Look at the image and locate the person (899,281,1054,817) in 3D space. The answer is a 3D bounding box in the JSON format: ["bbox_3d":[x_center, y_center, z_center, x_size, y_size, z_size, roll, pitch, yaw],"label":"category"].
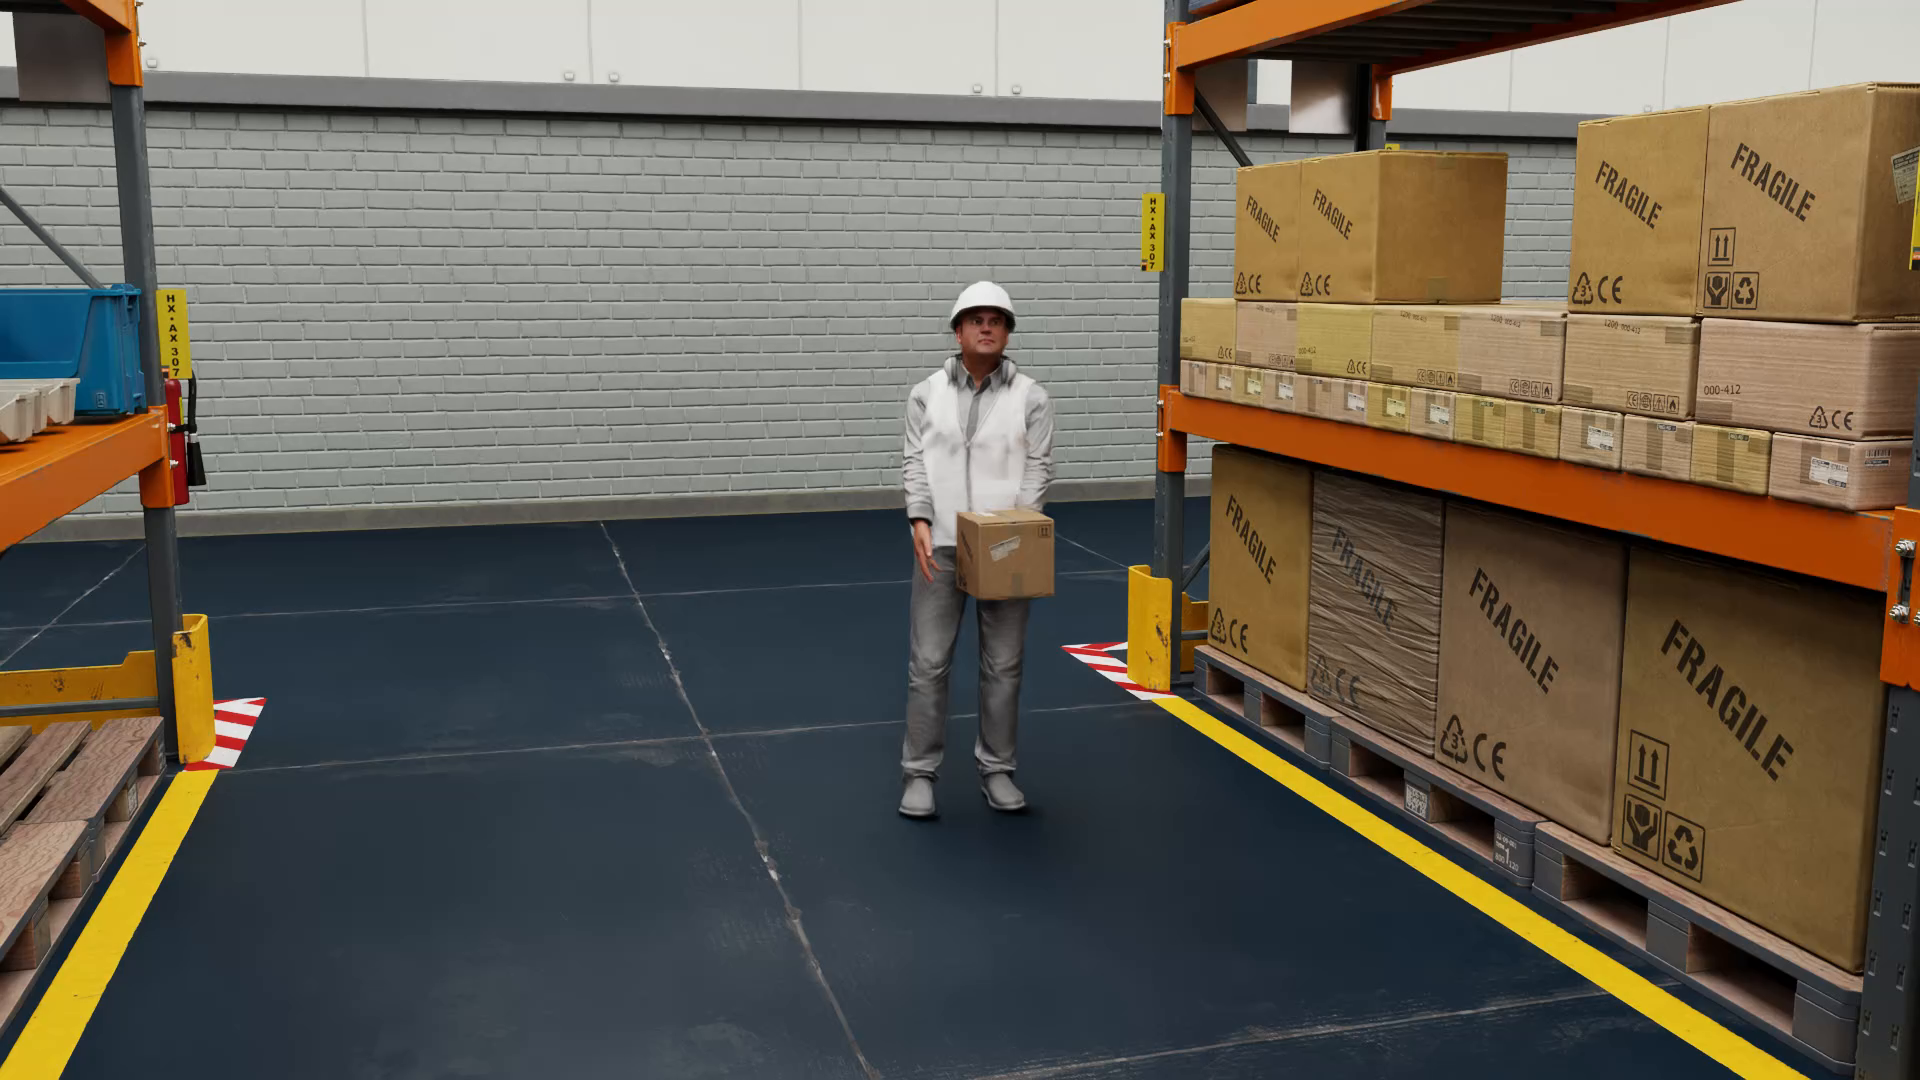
[{"bbox_3d":[0.056,0.027,5.603,0.516,1.776,0.521,1,9,5],"label":"person"}]
